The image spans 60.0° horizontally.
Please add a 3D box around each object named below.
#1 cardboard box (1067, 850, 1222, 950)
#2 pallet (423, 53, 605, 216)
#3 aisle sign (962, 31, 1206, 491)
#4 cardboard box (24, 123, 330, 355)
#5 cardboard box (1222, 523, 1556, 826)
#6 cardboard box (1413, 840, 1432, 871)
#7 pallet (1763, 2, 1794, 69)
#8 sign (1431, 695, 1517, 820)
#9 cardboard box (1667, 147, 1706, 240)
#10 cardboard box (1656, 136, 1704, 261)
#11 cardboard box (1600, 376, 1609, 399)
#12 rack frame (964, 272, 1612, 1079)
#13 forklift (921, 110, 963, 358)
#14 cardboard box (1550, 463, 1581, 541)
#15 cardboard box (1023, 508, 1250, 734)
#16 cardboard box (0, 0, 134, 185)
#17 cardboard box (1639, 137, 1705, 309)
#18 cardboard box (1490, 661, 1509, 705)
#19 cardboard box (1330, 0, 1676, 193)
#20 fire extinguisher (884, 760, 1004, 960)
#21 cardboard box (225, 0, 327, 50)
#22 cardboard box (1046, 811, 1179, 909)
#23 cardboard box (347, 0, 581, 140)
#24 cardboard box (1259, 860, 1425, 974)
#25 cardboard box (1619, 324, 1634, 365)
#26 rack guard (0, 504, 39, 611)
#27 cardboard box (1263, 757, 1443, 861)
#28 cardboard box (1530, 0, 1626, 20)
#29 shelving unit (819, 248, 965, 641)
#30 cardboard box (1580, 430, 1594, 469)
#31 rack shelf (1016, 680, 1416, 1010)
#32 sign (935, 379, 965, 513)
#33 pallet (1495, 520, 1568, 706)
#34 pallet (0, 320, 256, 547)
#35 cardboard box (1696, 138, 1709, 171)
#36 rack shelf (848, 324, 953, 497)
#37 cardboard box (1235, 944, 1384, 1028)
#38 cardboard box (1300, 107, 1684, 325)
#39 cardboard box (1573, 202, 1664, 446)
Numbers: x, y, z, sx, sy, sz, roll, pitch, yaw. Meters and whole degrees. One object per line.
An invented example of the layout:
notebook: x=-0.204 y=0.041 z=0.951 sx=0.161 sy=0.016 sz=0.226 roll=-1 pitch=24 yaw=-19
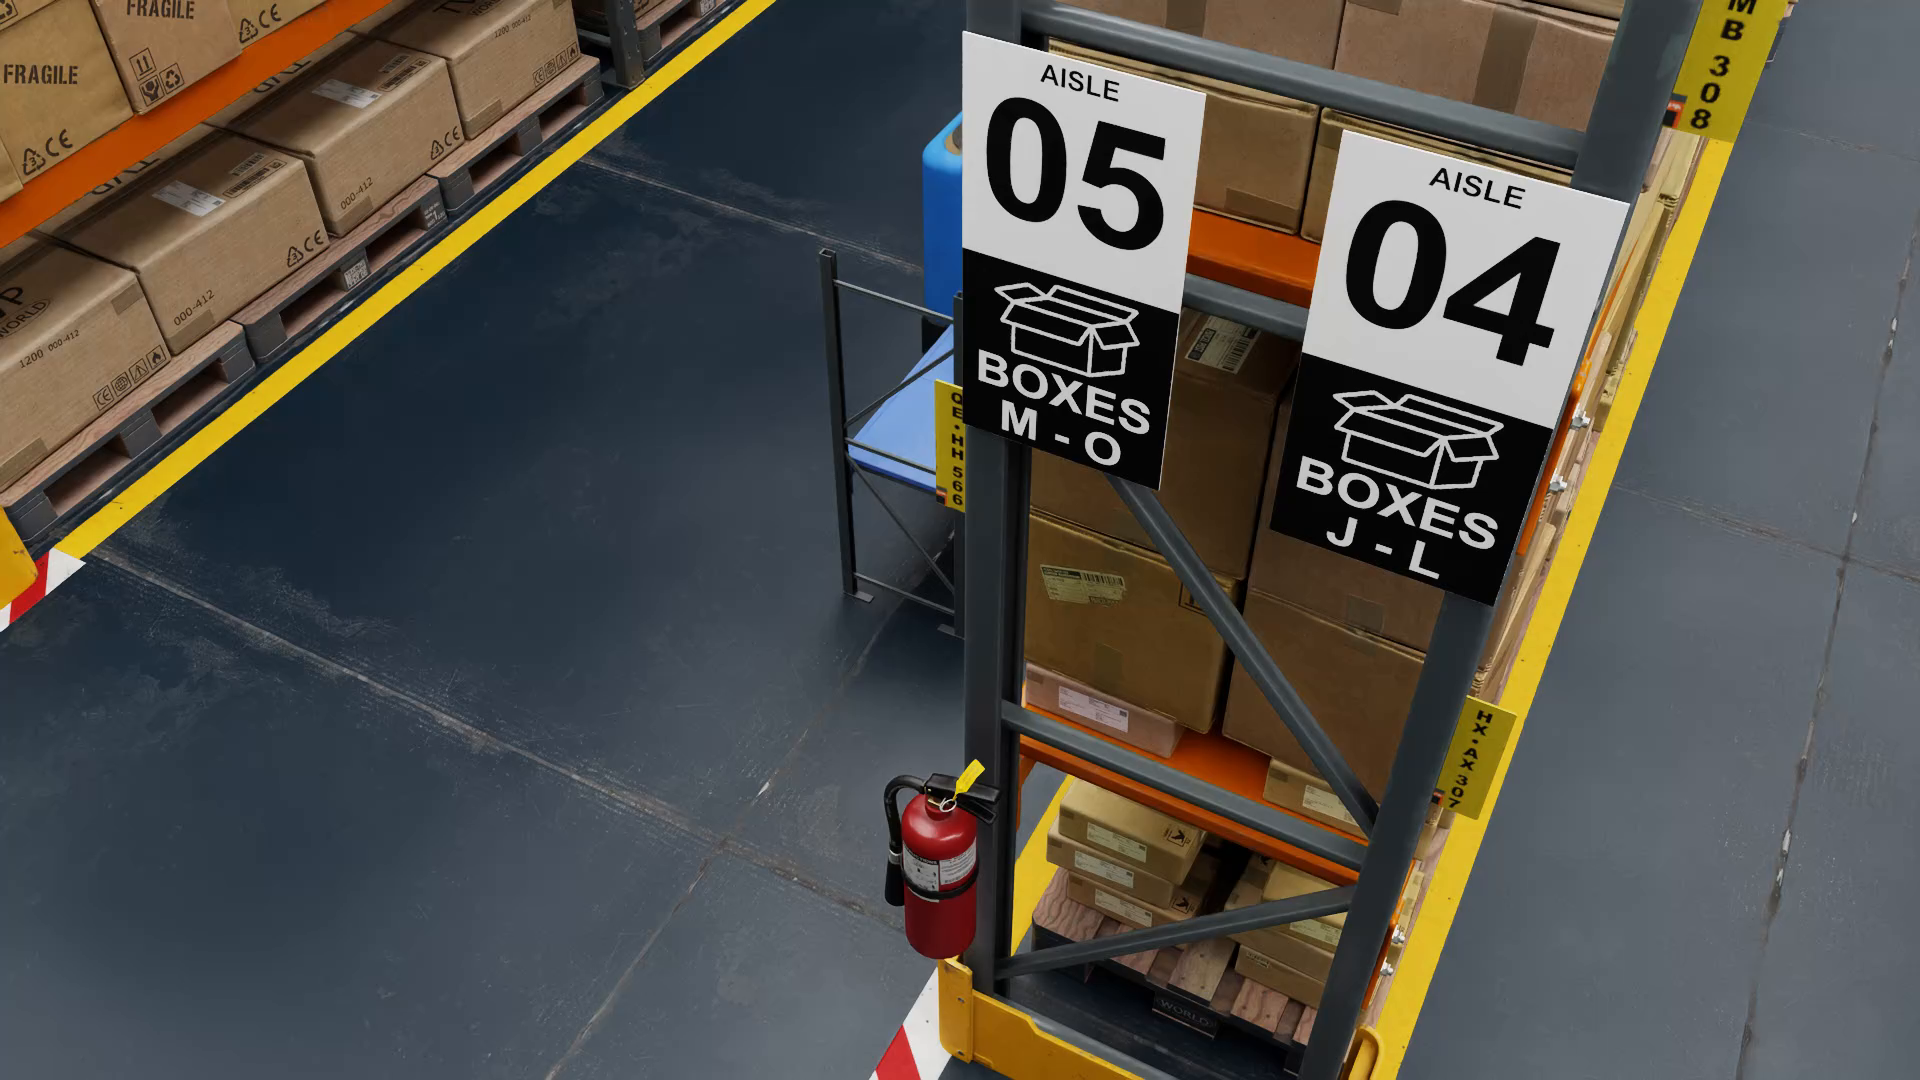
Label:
cardboard box: x=0.539 y=0.991 z=4.870 sx=0.380 sy=0.149 sz=0.250 roll=21 pitch=49 yaw=20
pallet: x=-2.518 y=-2.120 z=8.197 sx=1.003 sy=0.211 sz=1.213 roll=20 pitch=49 yaw=19
aisle sign: x=0.179 y=-0.429 z=2.738 sx=0.394 sy=0.787 sz=0.004 roll=20 pitch=49 yaw=19
cardboard box: x=-3.317 y=-1.308 z=6.940 sx=0.875 sy=0.438 sz=0.875 roll=22 pitch=49 yaw=20
cardboard box: x=0.932 y=0.206 z=3.658 sx=0.500 sy=0.500 sz=0.500 roll=23 pitch=50 yaw=21
cardboard box: x=1.127 y=0.888 z=4.763 sx=0.380 sy=0.149 sz=0.250 roll=20 pitch=49 yaw=19
pallet: x=2.819 y=-2.348 z=6.597 sx=1.003 sy=0.211 sz=1.213 roll=20 pitch=49 yaw=19
sign: x=0.960 y=0.412 z=3.125 sx=0.100 sy=0.325 sz=0.005 roll=20 pitch=49 yaw=19
cardboard box: x=2.914 y=-1.629 z=7.214 sx=0.500 sy=0.500 sz=0.500 roll=22 pitch=49 yaw=21
cardboard box: x=1.646 y=-1.111 z=4.257 sx=0.500 sy=0.500 sz=0.500 roll=19 pitch=48 yaw=18
cardboard box: x=2.209 y=-0.694 z=6.118 sx=0.380 sy=0.149 sz=0.250 roll=20 pitch=49 yaw=19
rack frame: x=0.479 y=0.537 z=3.610 sx=1.000 sy=3.000 sz=0.127 roll=20 pitch=49 yaw=19
forklift: x=0.989 y=-2.481 z=6.641 sx=1.130 sy=2.935 sz=3.031 roll=21 pitch=49 yaw=20
cardboard box: x=1.861 y=-0.181 z=5.611 sx=0.380 sy=0.149 sz=0.250 roll=19 pitch=48 yaw=18
cardboard box: x=0.460 y=0.030 z=3.832 sx=0.500 sy=0.500 sz=0.500 roll=21 pitch=49 yaw=20
cardboard box: x=-3.265 y=-1.604 z=5.656 sx=0.500 sy=0.500 sz=0.500 roll=20 pitch=49 yaw=19
cardboard box: x=1.887 y=-1.085 z=4.933 sx=0.500 sy=0.500 sz=0.500 roll=20 pitch=49 yaw=19
cardboard box: x=1.606 y=0.372 z=5.483 sx=0.380 sy=0.149 sz=0.250 roll=18 pitch=48 yaw=17
cardboard box: x=0.918 y=-0.837 z=2.613 sx=0.500 sy=0.250 sz=0.500 roll=21 pitch=49 yaw=20
fire extinguisher: x=-0.047 y=0.702 z=3.764 sx=0.296 sy=0.674 sz=0.183 roll=20 pitch=49 yaw=19
cardboard box: x=-2.795 y=-2.239 z=6.284 sx=0.500 sy=0.500 sz=0.500 roll=22 pitch=49 yaw=20
cardboard box: x=0.471 y=0.861 z=4.790 sx=0.380 sy=0.149 sz=0.250 roll=19 pitch=48 yaw=18
cardboard box: x=-2.482 y=-2.440 z=8.059 sx=0.875 sy=0.438 sz=0.875 roll=20 pitch=49 yaw=19
cardboard box: x=1.023 y=0.965 z=4.478 sx=0.380 sy=0.149 sz=0.250 roll=18 pitch=48 yaw=17
cardboard box: x=2.357 y=-0.755 z=6.387 sx=0.380 sy=0.149 sz=0.250 roll=18 pitch=48 yaw=17
rack guard: x=-3.963 y=-0.139 z=6.036 sx=1.175 sy=0.500 sz=0.348 roll=20 pitch=49 yaw=19
cardboard box: x=0.920 y=0.530 z=3.794 sx=0.380 sy=0.149 sz=0.250 roll=20 pitch=49 yaw=19
cardboard box: x=0.831 y=-0.909 z=2.404 sx=0.380 sy=0.149 sz=0.250 roll=20 pitch=49 yaw=19
shelving unit: x=0.040 y=-0.581 z=5.770 sx=0.538 sy=1.500 sz=1.048 roll=20 pitch=49 yaw=19
cardboard box: x=2.195 y=-0.445 z=6.290 sx=0.380 sy=0.149 sz=0.250 roll=19 pitch=48 yaw=18
rack shelf: x=1.407 y=-0.470 z=5.111 sx=1.077 sy=0.370 sz=4.000 roll=20 pitch=49 yaw=19
sign: x=-0.003 y=-0.177 z=3.279 sx=0.100 sy=0.325 sz=0.005 roll=20 pitch=49 yaw=19
pallet: x=1.490 y=0.204 z=5.900 sx=1.003 sy=0.211 sz=1.213 roll=20 pitch=49 yaw=19
pallet: x=-3.650 y=-0.583 z=6.677 sx=1.003 sy=0.211 sz=1.213 roll=20 pitch=49 yaw=19
cardboard box: x=2.388 y=-1.439 z=5.740 sx=0.380 sy=0.149 sz=0.250 roll=19 pitch=48 yaw=18
rack shelf: x=0.040 y=-0.455 z=5.898 sx=0.538 sy=0.185 sz=1.000 roll=20 pitch=49 yaw=19
cardboard box: x=1.006 y=1.168 z=4.696 sx=0.380 sy=0.149 sz=0.250 roll=21 pitch=49 yaw=20
cardboard box: x=0.914 y=-0.663 z=2.792 sx=0.500 sy=0.250 sz=0.500 roll=22 pitch=49 yaw=20
cardboard box: x=1.151 y=-0.469 z=3.622 sx=0.500 sy=0.500 sz=0.500 roll=22 pitch=49 yaw=20
